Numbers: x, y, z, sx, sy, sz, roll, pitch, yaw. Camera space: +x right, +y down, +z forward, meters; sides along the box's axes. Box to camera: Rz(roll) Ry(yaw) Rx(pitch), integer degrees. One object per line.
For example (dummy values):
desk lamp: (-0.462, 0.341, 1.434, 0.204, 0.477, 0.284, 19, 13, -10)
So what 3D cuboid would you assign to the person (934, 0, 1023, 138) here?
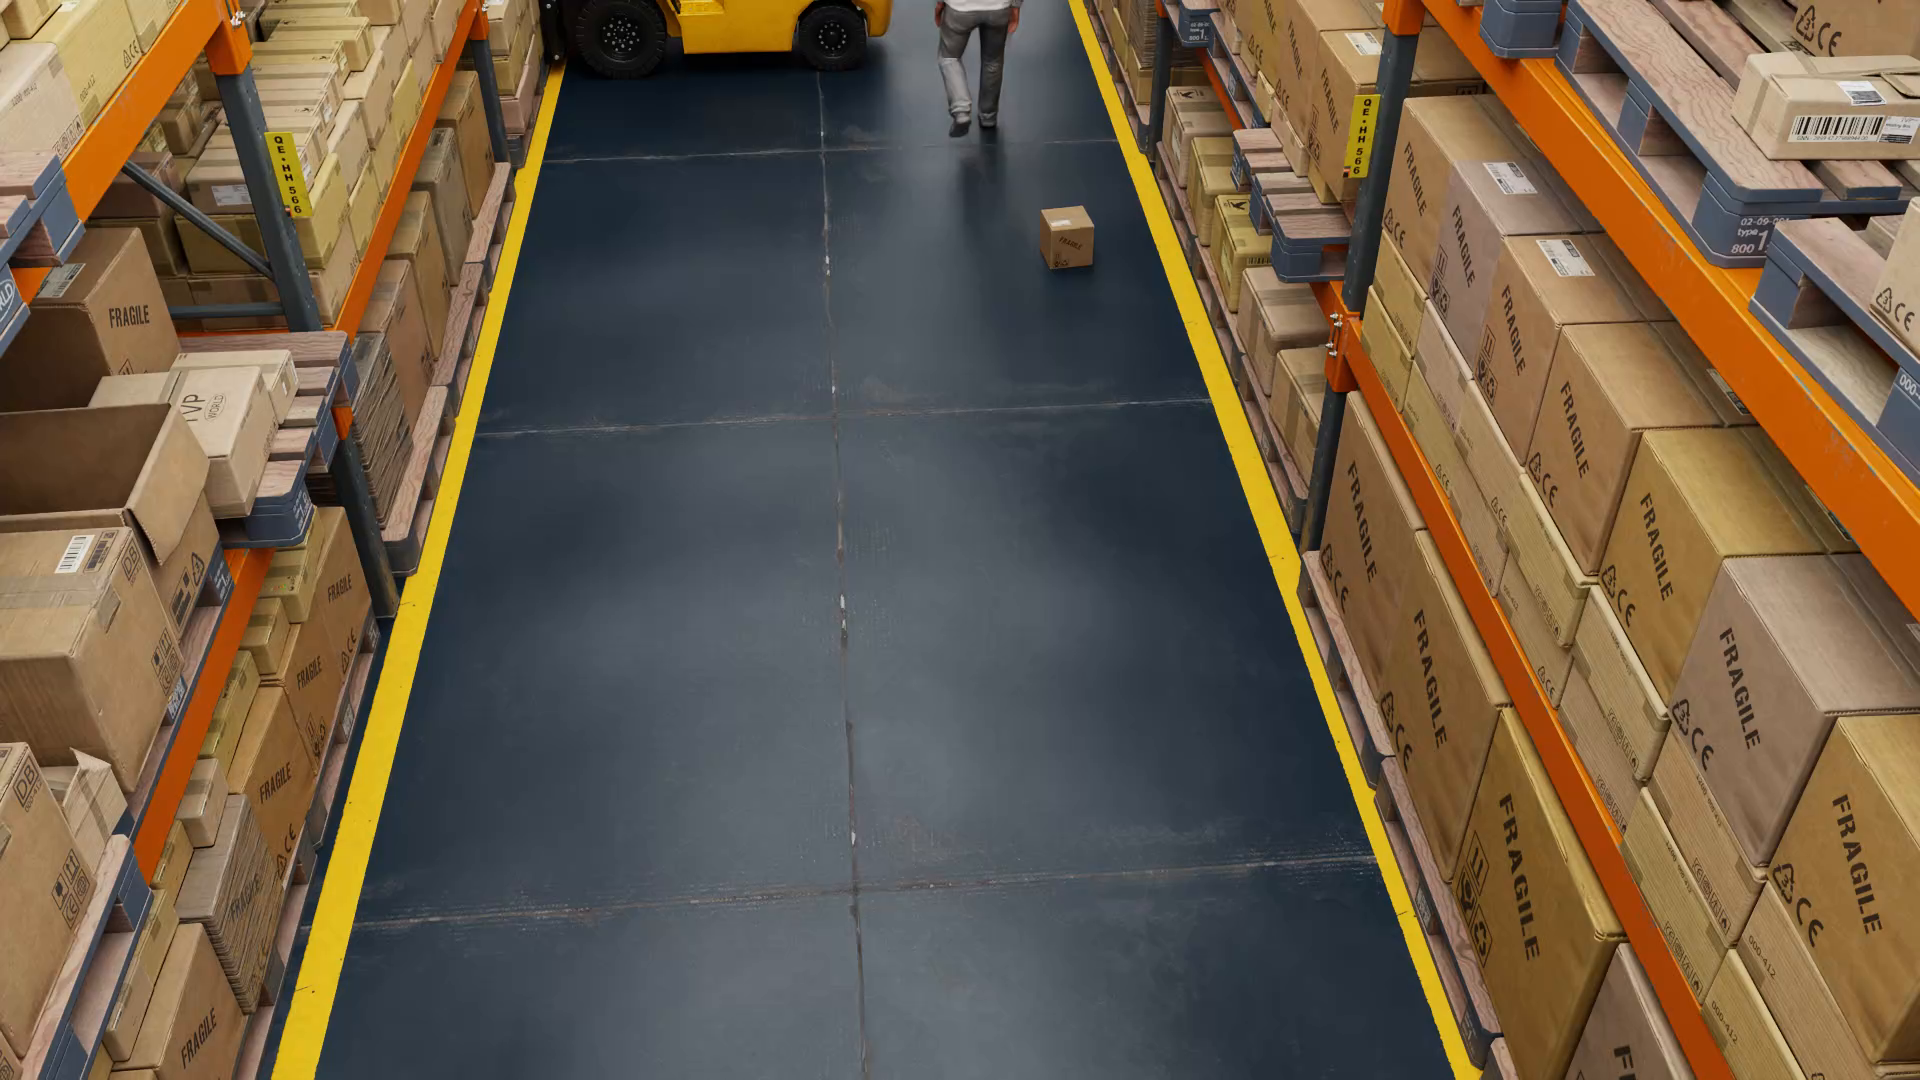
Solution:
person: (0.116, -3.322, 10.237, 0.549, 1.756, 0.741, -6, 39, -7)
